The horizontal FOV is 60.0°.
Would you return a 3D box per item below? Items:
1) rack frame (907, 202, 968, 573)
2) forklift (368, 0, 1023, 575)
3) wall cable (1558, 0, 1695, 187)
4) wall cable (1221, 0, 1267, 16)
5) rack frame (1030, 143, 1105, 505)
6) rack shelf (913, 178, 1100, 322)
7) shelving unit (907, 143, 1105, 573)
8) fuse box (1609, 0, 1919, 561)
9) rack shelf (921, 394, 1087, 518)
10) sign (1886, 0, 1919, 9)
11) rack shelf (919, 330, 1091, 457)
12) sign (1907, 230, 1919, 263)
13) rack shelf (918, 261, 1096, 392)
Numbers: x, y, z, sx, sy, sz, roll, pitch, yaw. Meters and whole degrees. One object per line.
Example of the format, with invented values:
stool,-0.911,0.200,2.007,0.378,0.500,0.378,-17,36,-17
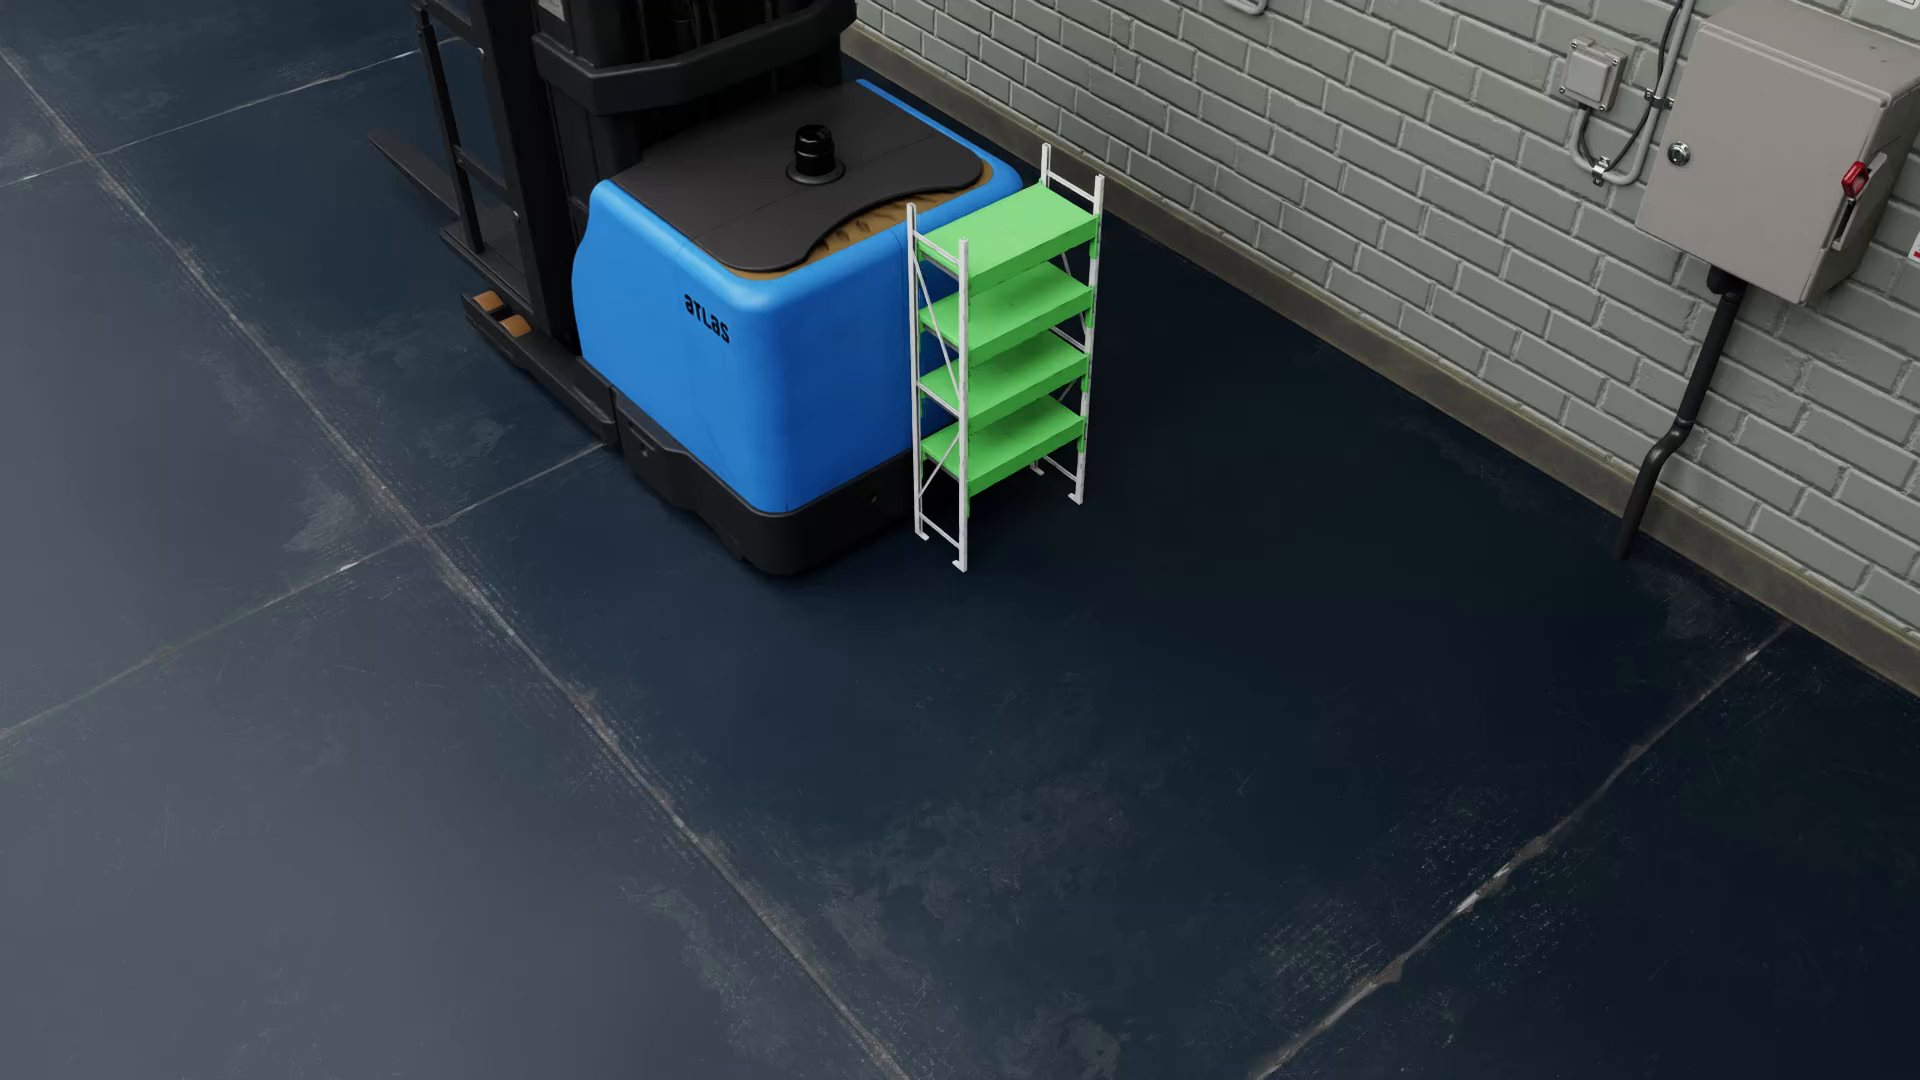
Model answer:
rack frame,-0.060,-0.403,4.803,0.015,1.200,0.240,-30,51,-28
forklift,-1.137,-1.901,5.133,1.130,2.935,3.031,-30,51,-28
wall cable,1.739,-1.819,4.253,0.122,1.984,0.588,-30,51,-28
wall cable,0.820,-2.570,5.030,0.123,1.953,0.585,-30,51,-28
rack frame,0.314,-0.617,5.031,0.015,1.200,0.240,-30,51,-28
rack shelf,0.127,-0.813,4.632,0.480,0.148,0.258,-30,51,-28
shelving unit,0.127,-0.510,4.917,0.503,1.200,0.258,-30,51,-28
fuse box,2.056,-0.551,4.587,0.414,1.711,0.539,-30,51,-28
rack shelf,0.127,-0.289,5.125,0.480,0.148,0.258,-30,51,-28
sign,2.179,-1.442,3.991,0.001,0.242,0.339,-30,51,-28
rack shelf,0.127,-0.463,4.960,0.480,0.148,0.258,-30,51,-28
sign,2.532,-0.818,3.999,0.001,0.494,0.329,-30,51,-28
rack shelf,0.127,-0.638,4.796,0.480,0.148,0.258,-30,51,-28
